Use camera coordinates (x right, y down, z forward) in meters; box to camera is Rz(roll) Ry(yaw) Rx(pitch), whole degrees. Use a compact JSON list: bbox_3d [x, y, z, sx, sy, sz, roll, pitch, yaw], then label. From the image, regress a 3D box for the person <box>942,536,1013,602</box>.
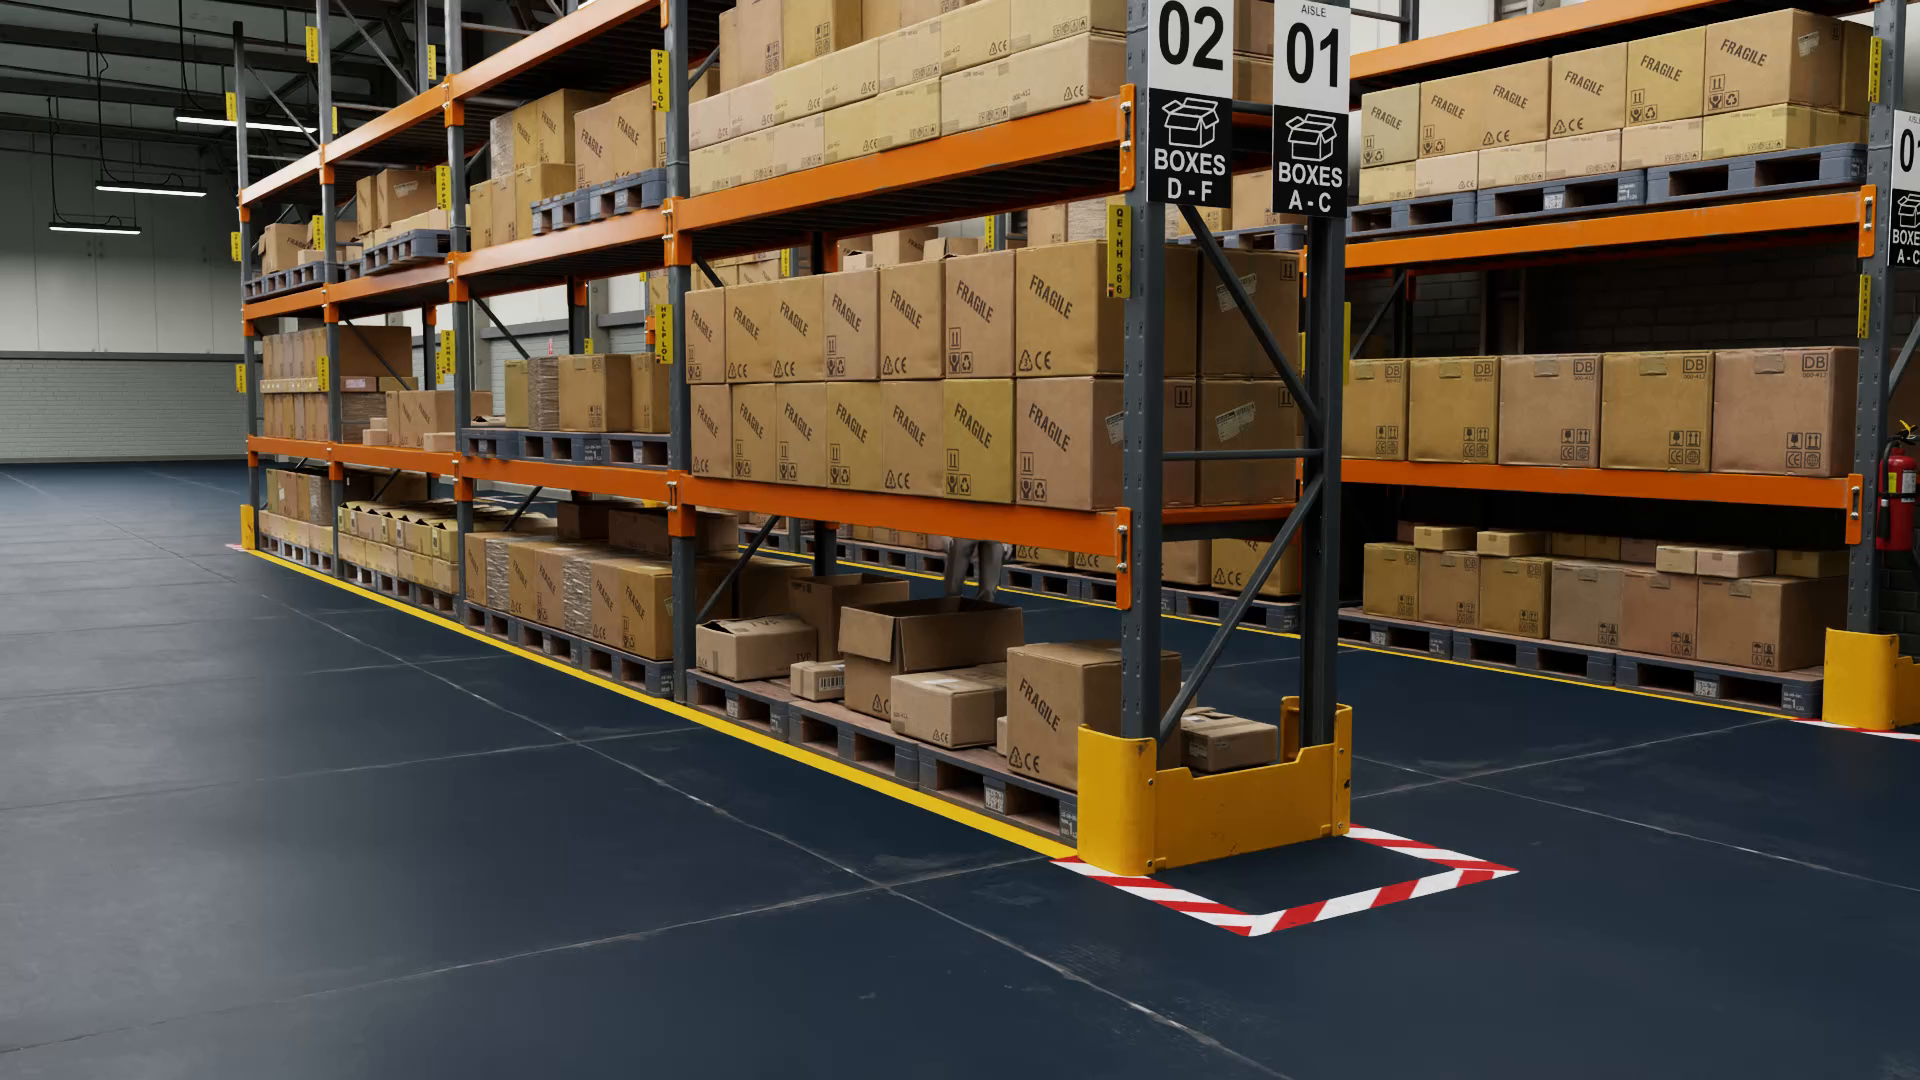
[{"bbox_3d":[0.110,-0.045,10.999,0.525,1.669,0.547,-1,5,-8],"label":"person"}]
